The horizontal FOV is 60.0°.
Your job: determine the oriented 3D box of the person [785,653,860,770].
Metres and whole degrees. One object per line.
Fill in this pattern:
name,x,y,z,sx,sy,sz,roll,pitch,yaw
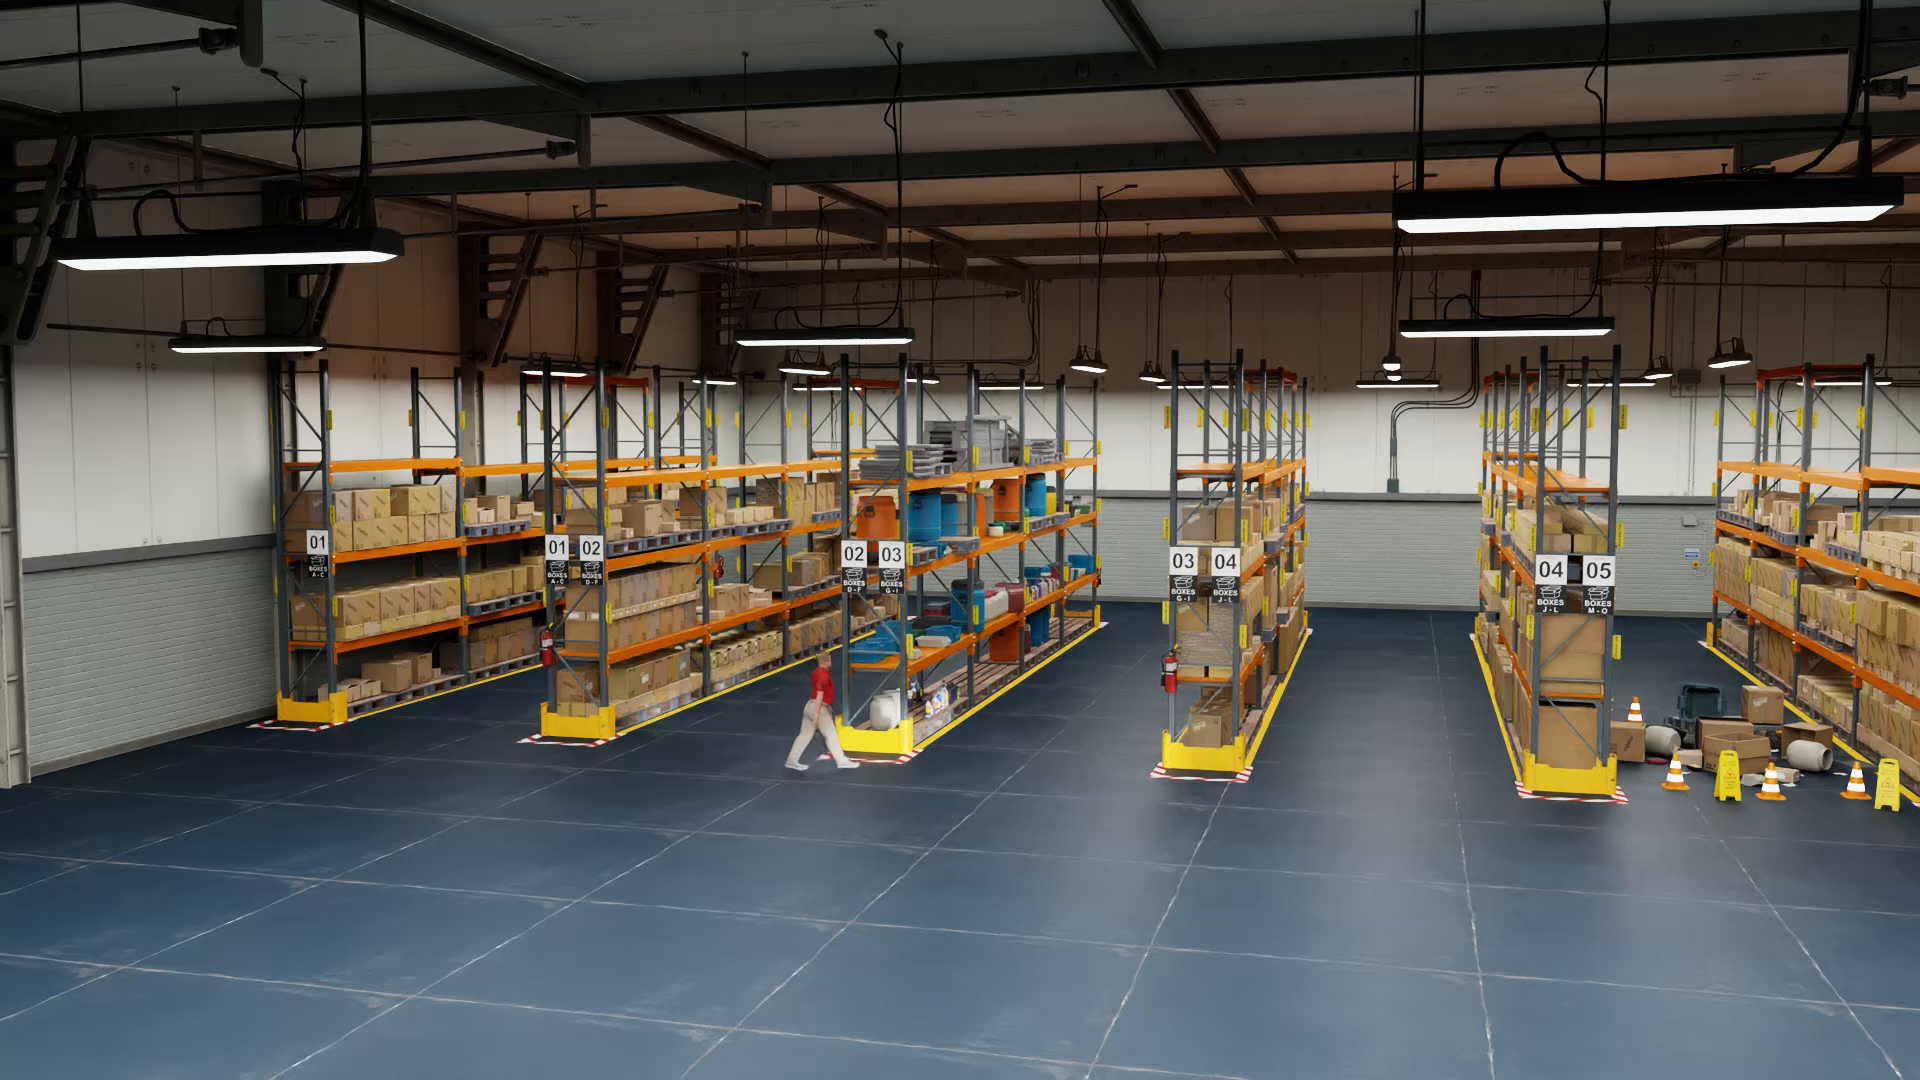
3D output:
person,-1.973,2.440,23.700,1.021,1.665,0.625,-1,4,-20

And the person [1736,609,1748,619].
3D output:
person,18.220,1.432,38.490,0.611,1.578,0.424,0,4,-4
